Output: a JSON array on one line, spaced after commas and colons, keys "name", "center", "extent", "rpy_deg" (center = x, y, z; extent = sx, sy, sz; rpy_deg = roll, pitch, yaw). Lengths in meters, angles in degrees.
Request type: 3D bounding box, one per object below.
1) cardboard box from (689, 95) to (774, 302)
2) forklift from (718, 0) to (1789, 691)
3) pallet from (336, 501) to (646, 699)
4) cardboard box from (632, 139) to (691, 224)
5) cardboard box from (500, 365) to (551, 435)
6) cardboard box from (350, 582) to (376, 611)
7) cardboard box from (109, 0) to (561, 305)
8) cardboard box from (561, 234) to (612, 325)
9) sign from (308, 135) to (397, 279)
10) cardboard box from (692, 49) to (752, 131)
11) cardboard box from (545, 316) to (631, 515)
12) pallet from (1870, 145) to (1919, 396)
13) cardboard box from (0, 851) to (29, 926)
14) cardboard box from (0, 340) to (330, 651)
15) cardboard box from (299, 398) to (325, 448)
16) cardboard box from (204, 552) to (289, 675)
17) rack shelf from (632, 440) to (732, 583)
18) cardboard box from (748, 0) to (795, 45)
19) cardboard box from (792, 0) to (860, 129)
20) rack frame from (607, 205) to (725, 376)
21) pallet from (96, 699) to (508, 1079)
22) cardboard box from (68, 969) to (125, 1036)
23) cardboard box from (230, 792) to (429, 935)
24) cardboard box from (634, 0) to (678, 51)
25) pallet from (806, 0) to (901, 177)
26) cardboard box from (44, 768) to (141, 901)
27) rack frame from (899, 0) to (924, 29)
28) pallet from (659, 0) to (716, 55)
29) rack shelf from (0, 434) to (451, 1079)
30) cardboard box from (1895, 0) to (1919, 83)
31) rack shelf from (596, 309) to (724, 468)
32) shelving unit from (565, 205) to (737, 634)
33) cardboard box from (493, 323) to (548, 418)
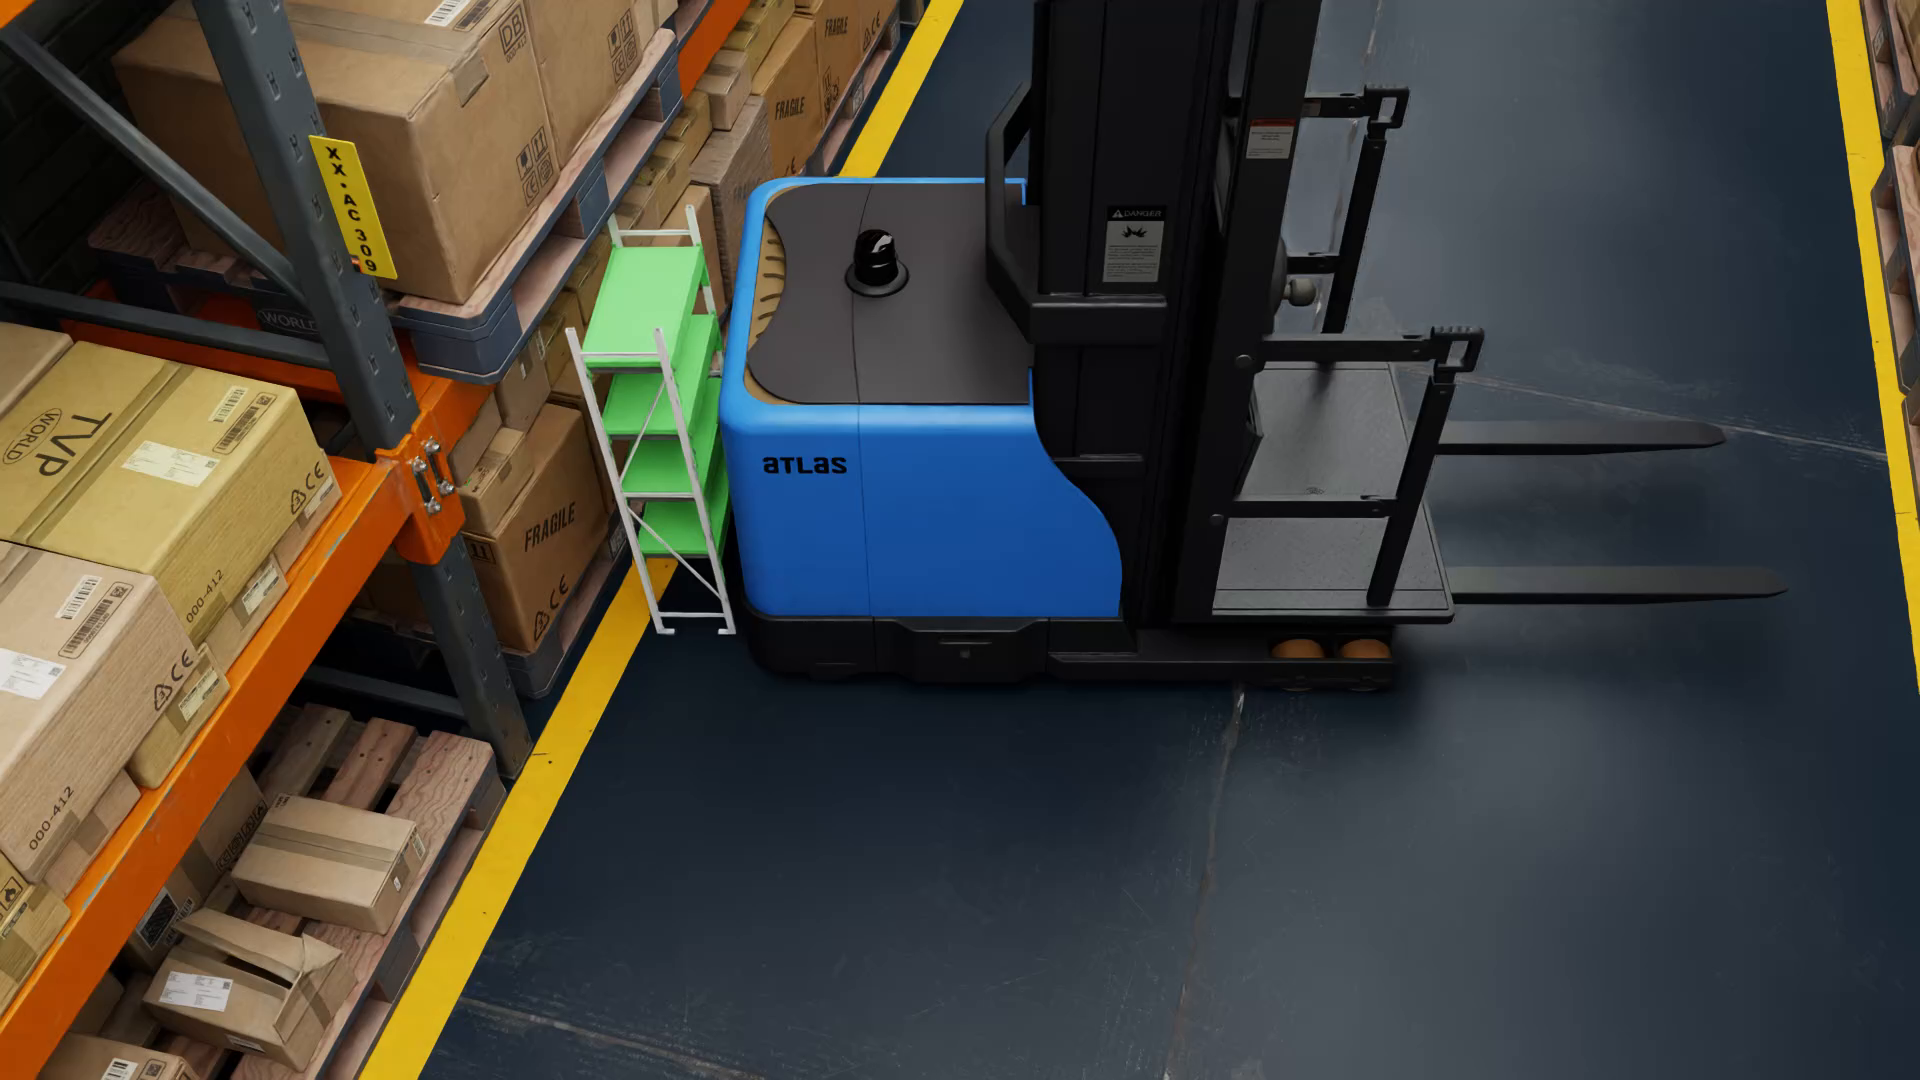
[{"name": "cardboard box", "center": [-0.955, -1.197, 5.693], "extent": [0.500, 0.500, 0.500], "rpy_deg": [10, 49, 9]}, {"name": "forklift", "center": [0.896, -0.931, 4.117], "extent": [3.031, 2.935, 1.130], "rpy_deg": [0, 49, 0]}, {"name": "pallet", "center": [-1.531, -0.132, 5.226], "extent": [1.003, 0.211, 1.213], "rpy_deg": [12, 50, 10]}, {"name": "cardboard box", "center": [-1.074, -1.149, 5.218], "extent": [0.380, 0.149, 0.250], "rpy_deg": [13, 50, 11]}, {"name": "cardboard box", "center": [-1.359, -0.408, 4.564], "extent": [0.380, 0.149, 0.250], "rpy_deg": [10, 49, 9]}, {"name": "cardboard box", "center": [-1.864, -0.184, 4.799], "extent": [0.500, 0.500, 0.500], "rpy_deg": [11, 50, 10]}, {"name": "cardboard box", "center": [-1.365, -0.937, 3.729], "extent": [0.700, 0.500, 0.500], "rpy_deg": [13, 50, 11]}, {"name": "cardboard box", "center": [-1.243, -0.797, 4.907], "extent": [0.380, 0.149, 0.250], "rpy_deg": [11, 49, 9]}, {"name": "sign", "center": [-1.183, -0.644, 3.240], "extent": [0.100, 0.325, 0.005], "rpy_deg": [12, 50, 10]}, {"name": "cardboard box", "center": [-0.917, -1.518, 5.544], "extent": [0.380, 0.149, 0.250], "rpy_deg": [9, 49, 8]}, {"name": "cardboard box", "center": [-1.233, -0.463, 5.045], "extent": [0.500, 0.500, 0.500], "rpy_deg": [11, 49, 10]}, {"name": "pallet", "center": [3.854, -0.897, 5.901], "extent": [1.003, 0.211, 1.213], "rpy_deg": [12, 50, 10]}, {"name": "cardboard box", "center": [-1.869, 0.632, 2.593], "extent": [0.500, 0.250, 0.500], "rpy_deg": [11, 50, 10]}, {"name": "cardboard box", "center": [-1.607, -0.091, 3.232], "extent": [0.500, 0.250, 0.500], "rpy_deg": [13, 50, 11]}, {"name": "cardboard box", "center": [-1.890, -0.309, 4.476], "extent": [0.380, 0.149, 0.250], "rpy_deg": [10, 49, 9]}, {"name": "cardboard box", "center": [-1.596, 0.097, 3.331], "extent": [0.380, 0.149, 0.250], "rpy_deg": [13, 50, 11]}, {"name": "rack shelf", "center": [-0.793, -0.102, 4.936], "extent": [0.258, 0.148, 0.480], "rpy_deg": [0, 48, 4]}, {"name": "cardboard box", "center": [-0.808, -1.904, 5.884], "extent": [0.380, 0.149, 0.250], "rpy_deg": [13, 50, 11]}, {"name": "cardboard box", "center": [-0.701, -1.956, 6.363], "extent": [0.500, 0.500, 0.500], "rpy_deg": [11, 49, 9]}, {"name": "rack frame", "center": [-0.796, -0.486, 4.870], "extent": [0.240, 1.200, 0.015], "rpy_deg": [0, 48, 4]}, {"name": "pallet", "center": [-1.890, 0.960, 4.262], "extent": [1.003, 0.211, 1.213], "rpy_deg": [12, 50, 10]}, {"name": "cardboard box", "center": [-2.224, 1.090, 3.908], "extent": [0.380, 0.149, 0.250], "rpy_deg": [11, 49, 10]}, {"name": "cardboard box", "center": [-1.572, 0.806, 4.159], "extent": [0.380, 0.149, 0.250], "rpy_deg": [10, 49, 9]}, {"name": "cardboard box", "center": [-0.972, -1.483, 4.367], "extent": [0.396, 0.266, 0.258], "rpy_deg": [14, 50, 12]}, {"name": "pallet", "center": [-0.888, -1.897, 6.783], "extent": [1.003, 0.211, 1.213], "rpy_deg": [12, 50, 10]}, {"name": "cardboard box", "center": [-1.736, 0.474, 2.998], "extent": [0.380, 0.149, 0.250], "rpy_deg": [13, 50, 11]}, {"name": "rack frame", "center": [-0.655, -3.352, 6.208], "extent": [1.000, 3.000, 0.127], "rpy_deg": [12, 50, 10]}, {"name": "pallet", "center": [-1.163, -1.881, 5.038], "extent": [1.003, 0.211, 1.213], "rpy_deg": [12, 50, 10]}, {"name": "rack shelf", "center": [-2.235, 1.226, 2.647], "extent": [1.077, 0.370, 4.000], "rpy_deg": [12, 50, 10]}, {"name": "cardboard box", "center": [4.293, -2.052, 6.533], "extent": [0.950, 0.372, 0.625], "rpy_deg": [9, 49, 7]}, {"name": "rack shelf", "center": [-0.819, -0.421, 4.577], "extent": [0.258, 0.148, 0.480], "rpy_deg": [0, 48, 4]}, {"name": "shelving unit", "center": [-0.809, -0.304, 4.709], "extent": [0.258, 1.200, 0.503], "rpy_deg": [0, 48, 4]}, {"name": "cardboard box", "center": [-1.335, -0.488, 4.436], "extent": [0.380, 0.149, 0.250], "rpy_deg": [9, 49, 8]}]
